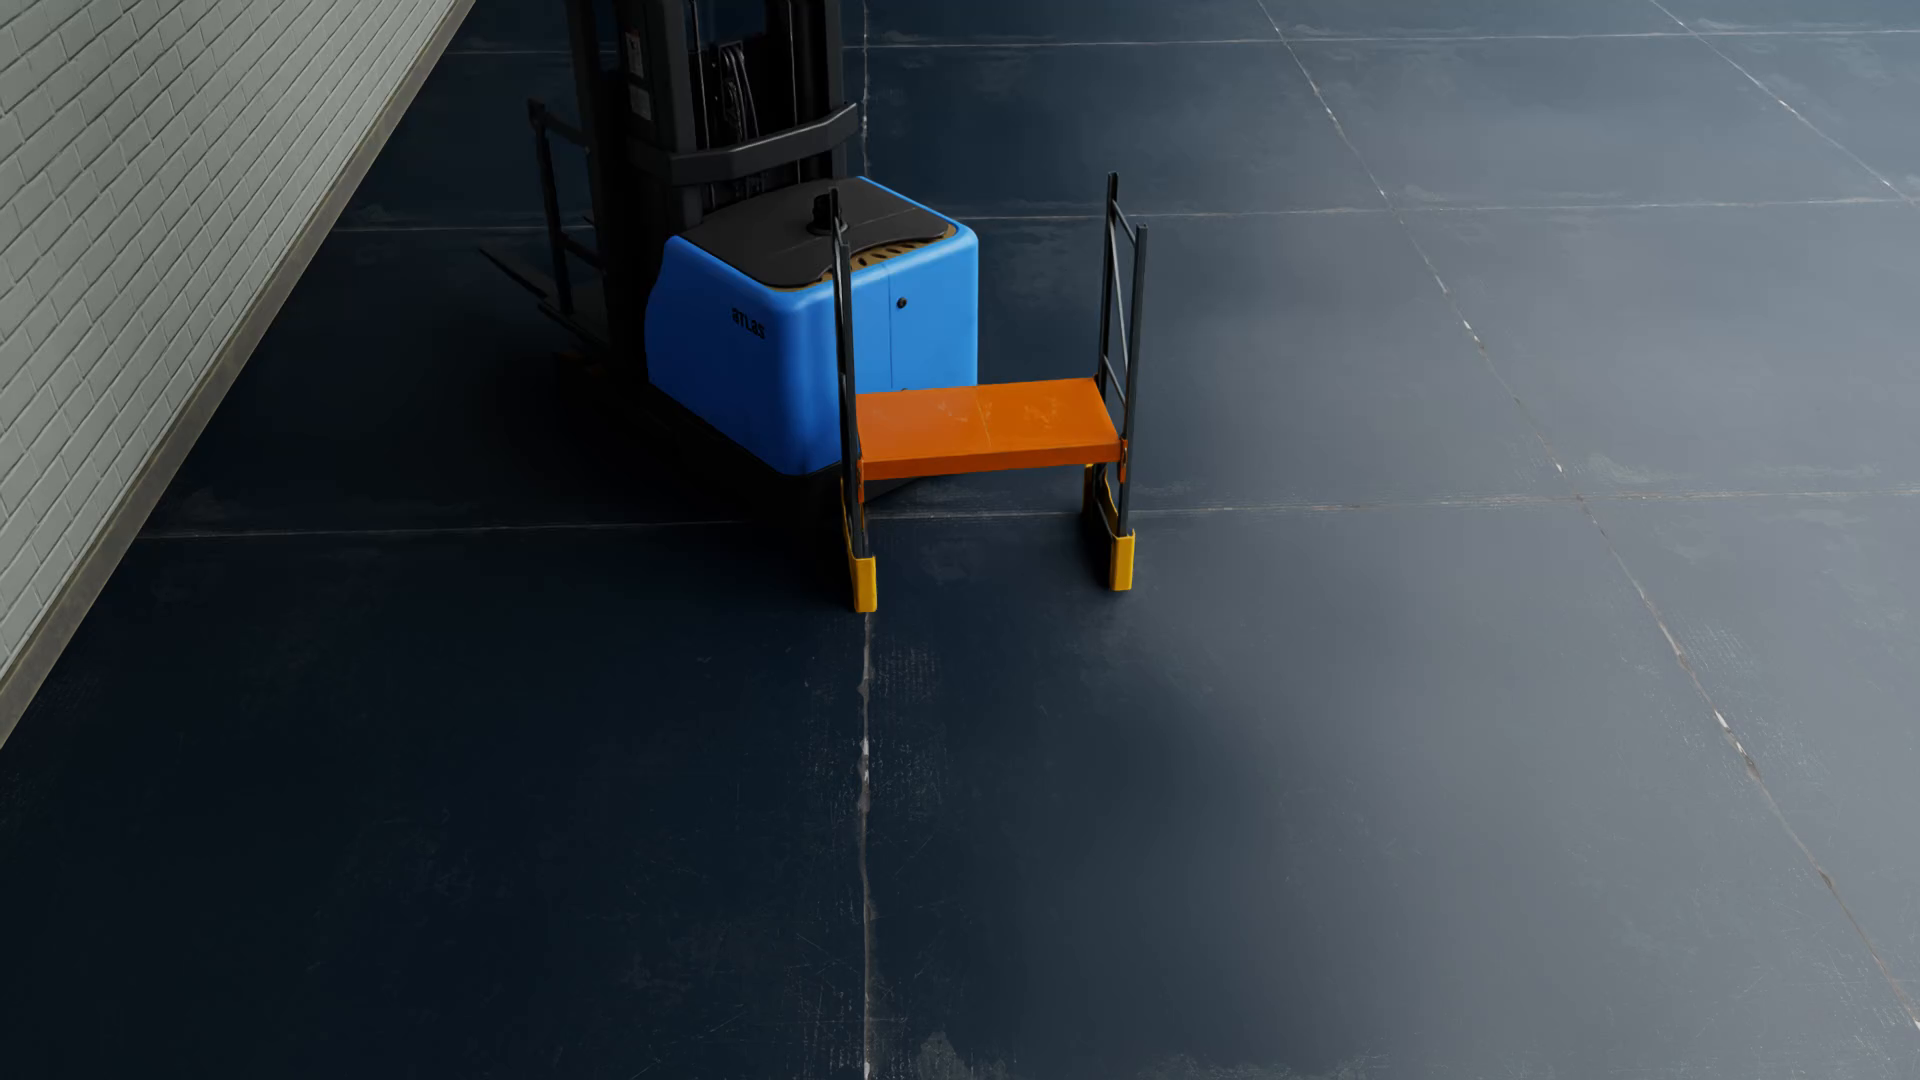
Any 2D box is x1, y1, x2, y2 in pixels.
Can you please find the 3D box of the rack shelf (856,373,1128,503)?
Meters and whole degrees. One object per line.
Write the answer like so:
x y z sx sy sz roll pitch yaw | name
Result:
0.086 -0.395 6.318 1.000 0.185 0.538 -5 35 -7 | rack shelf

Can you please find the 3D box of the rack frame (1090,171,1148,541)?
0.589 -0.583 6.275 0.032 1.500 0.500 -5 35 -7 | rack frame

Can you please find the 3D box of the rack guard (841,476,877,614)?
-0.398 0.011 6.515 0.087 0.250 0.587 -5 35 -7 | rack guard

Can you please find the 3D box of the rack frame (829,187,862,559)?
-0.418 -0.502 6.157 0.032 1.500 0.500 -5 35 -7 | rack frame

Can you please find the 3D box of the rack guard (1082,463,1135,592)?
0.588 -0.069 6.631 0.087 0.250 0.587 -5 35 -7 | rack guard

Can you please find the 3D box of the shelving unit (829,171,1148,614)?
0.095 -0.543 6.217 1.083 1.500 0.587 -5 35 -7 | shelving unit

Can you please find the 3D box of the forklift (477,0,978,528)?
-1.250 -2.017 7.089 1.130 2.935 3.031 -26 42 -32 | forklift
